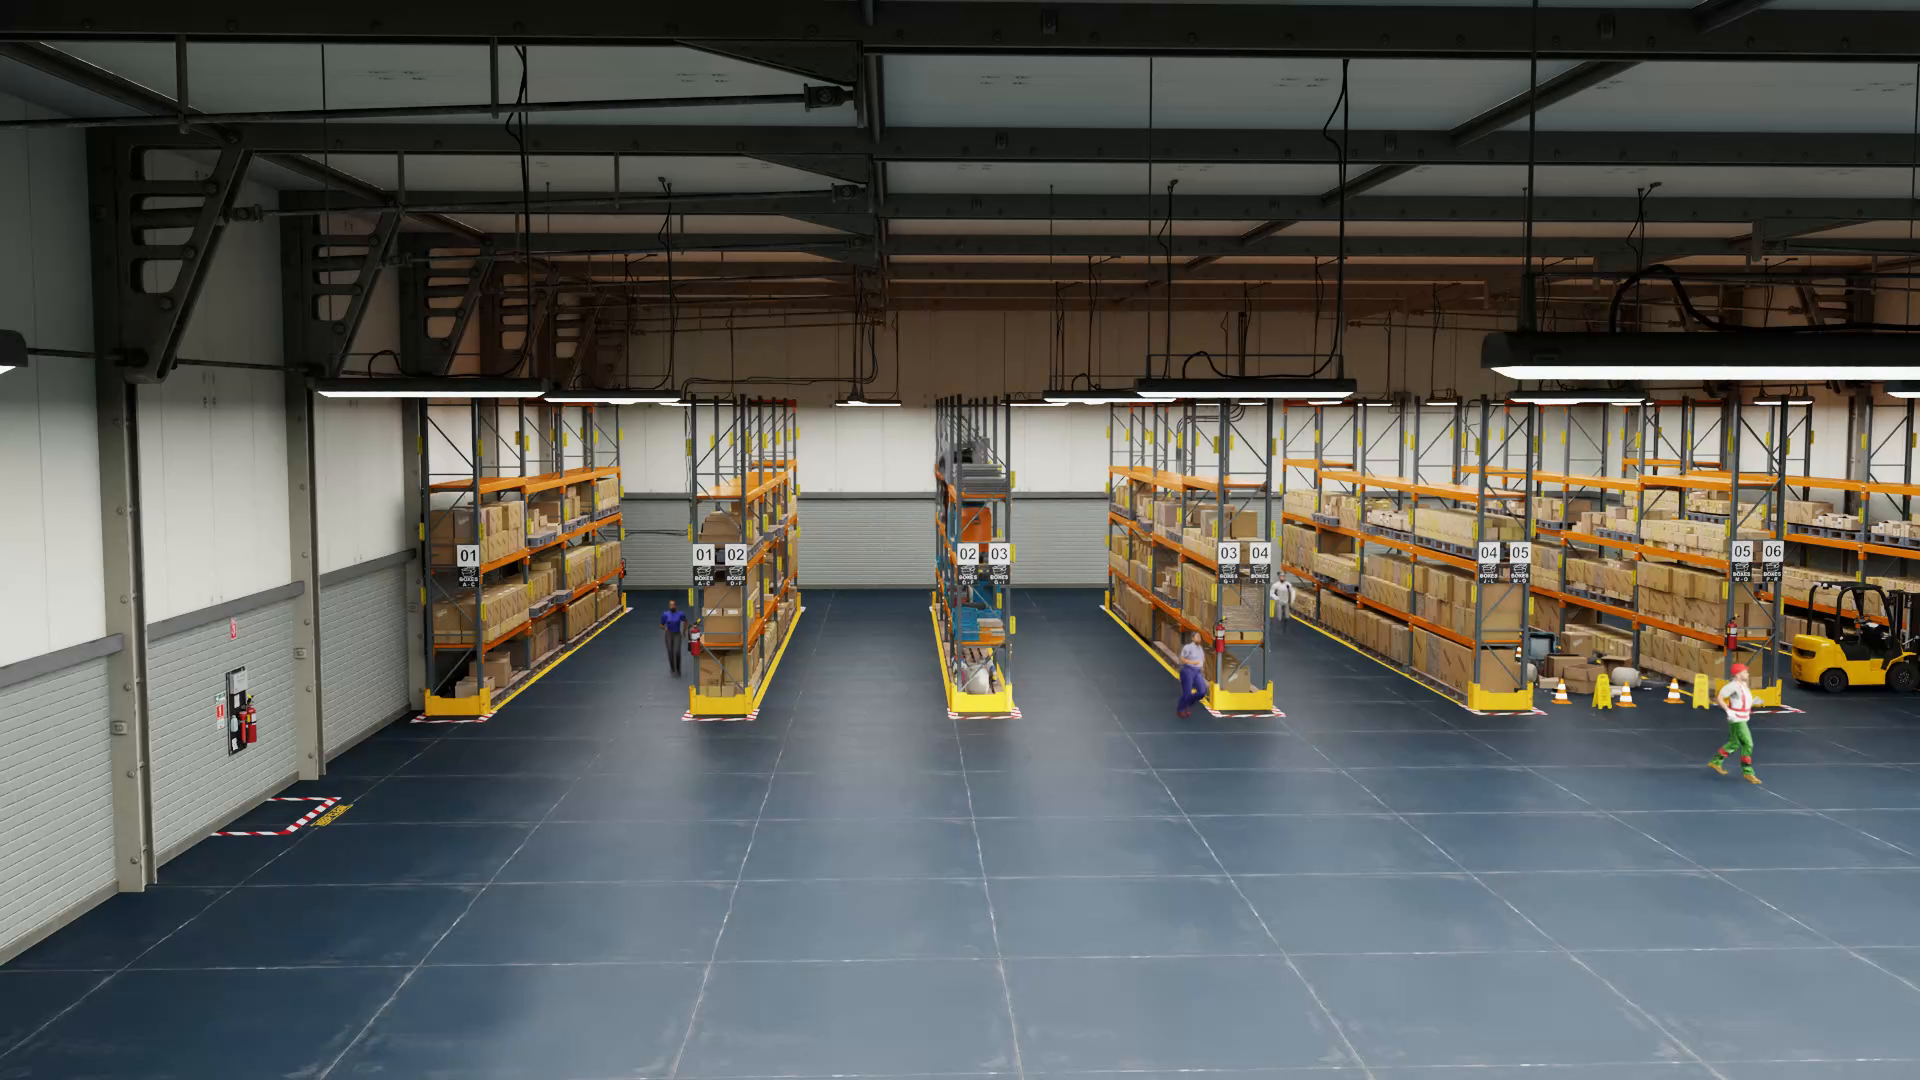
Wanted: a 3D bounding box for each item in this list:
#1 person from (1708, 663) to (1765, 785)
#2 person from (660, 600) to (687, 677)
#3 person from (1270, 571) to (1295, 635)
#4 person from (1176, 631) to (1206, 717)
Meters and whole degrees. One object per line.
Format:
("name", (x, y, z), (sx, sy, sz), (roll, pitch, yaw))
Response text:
("person", (11.983, 2.803, 25.637), (0.814, 1.823, 0.640), (3, 6, 37))
("person", (-6.135, 2.143, 35.580), (0.572, 1.633, 0.697), (0, 5, -5))
("person", (8.134, 1.592, 41.836), (0.659, 1.646, 0.553), (0, 4, 1))
("person", (4.366, 2.505, 30.863), (0.615, 1.583, 0.585), (-3, 6, -36))
